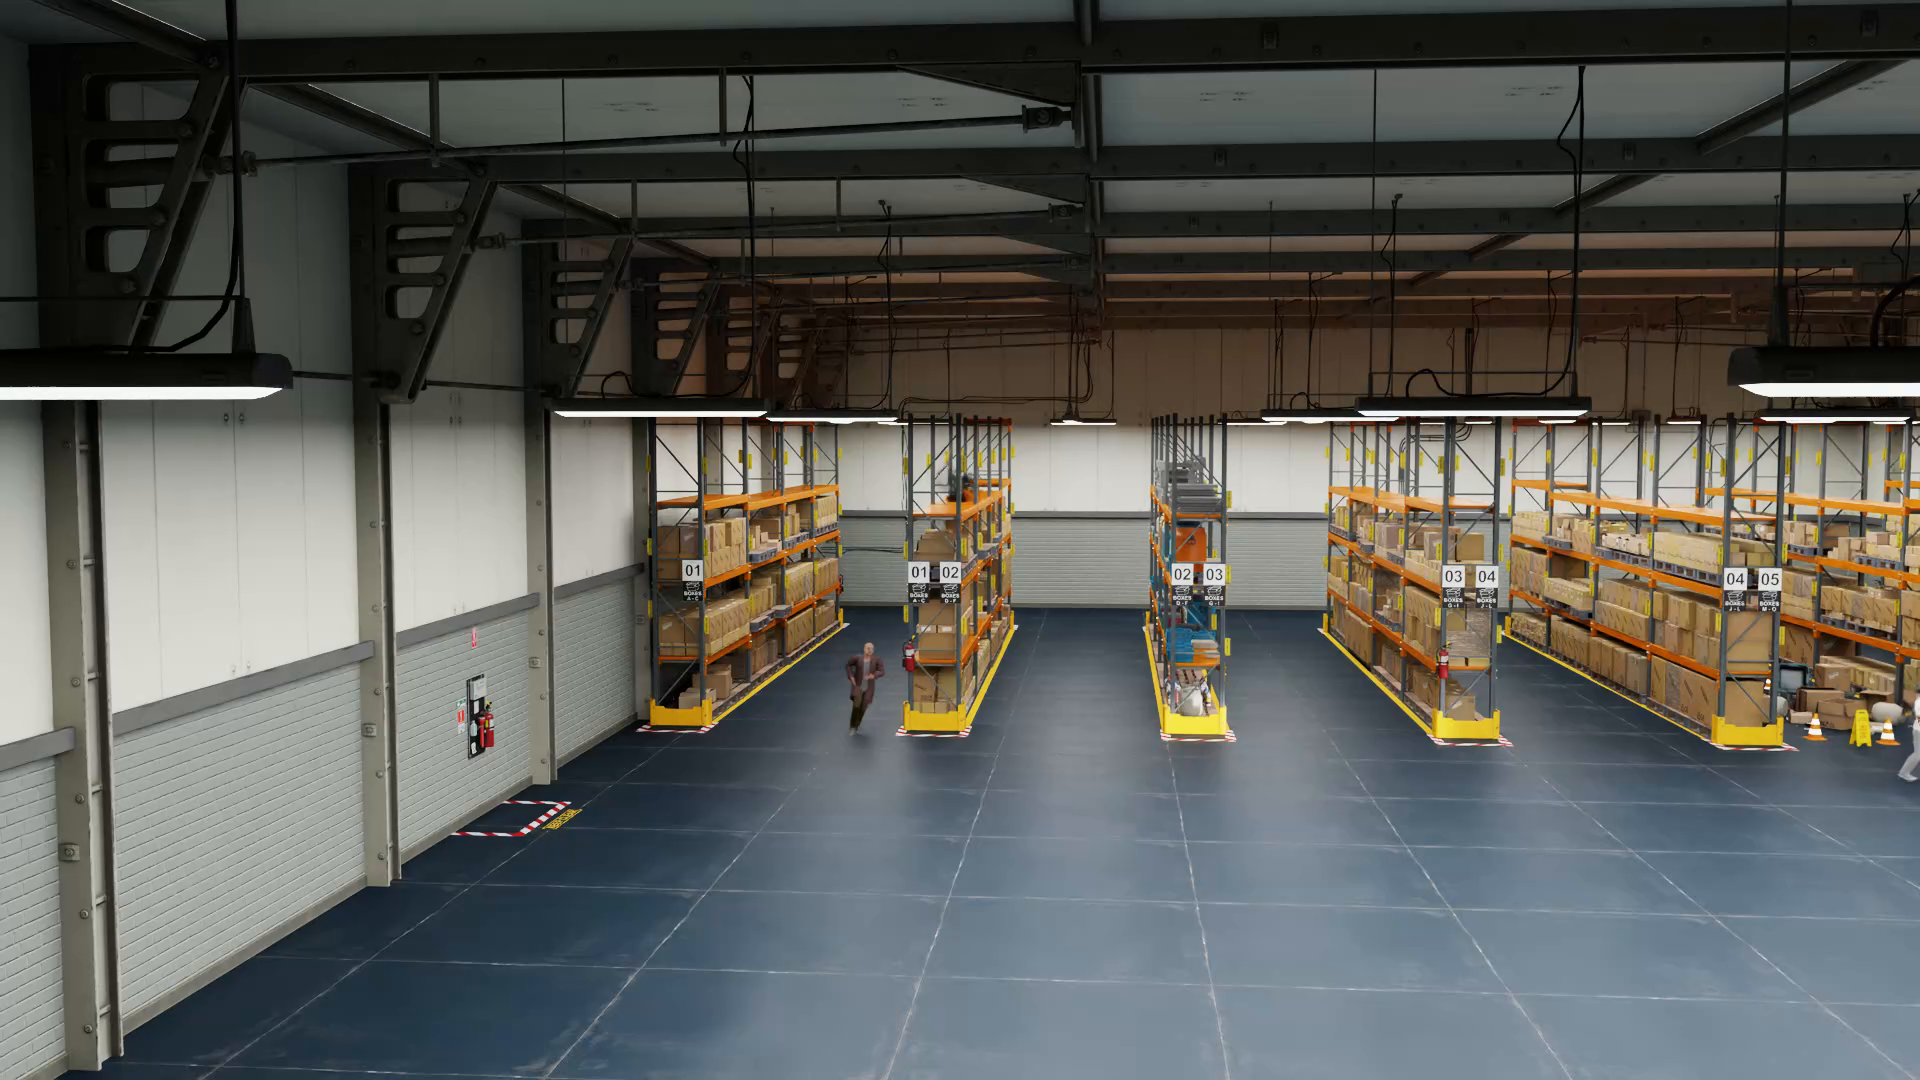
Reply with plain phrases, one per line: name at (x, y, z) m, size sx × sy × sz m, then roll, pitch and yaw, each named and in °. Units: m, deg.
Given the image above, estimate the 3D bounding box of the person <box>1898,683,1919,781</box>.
person at (15.525, 3.094, 26.753) m, size 0.579 × 1.724 × 0.695 m, roll -3°, pitch 5°, yaw -38°

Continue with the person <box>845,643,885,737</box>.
person at (-1.768, 2.793, 31.078) m, size 0.714 × 1.769 × 0.702 m, roll -1°, pitch 4°, yaw -11°

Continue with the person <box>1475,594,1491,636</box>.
person at (13.893, 1.924, 44.091) m, size 0.584 × 1.708 × 0.871 m, roll 0°, pitch 4°, yaw 6°
